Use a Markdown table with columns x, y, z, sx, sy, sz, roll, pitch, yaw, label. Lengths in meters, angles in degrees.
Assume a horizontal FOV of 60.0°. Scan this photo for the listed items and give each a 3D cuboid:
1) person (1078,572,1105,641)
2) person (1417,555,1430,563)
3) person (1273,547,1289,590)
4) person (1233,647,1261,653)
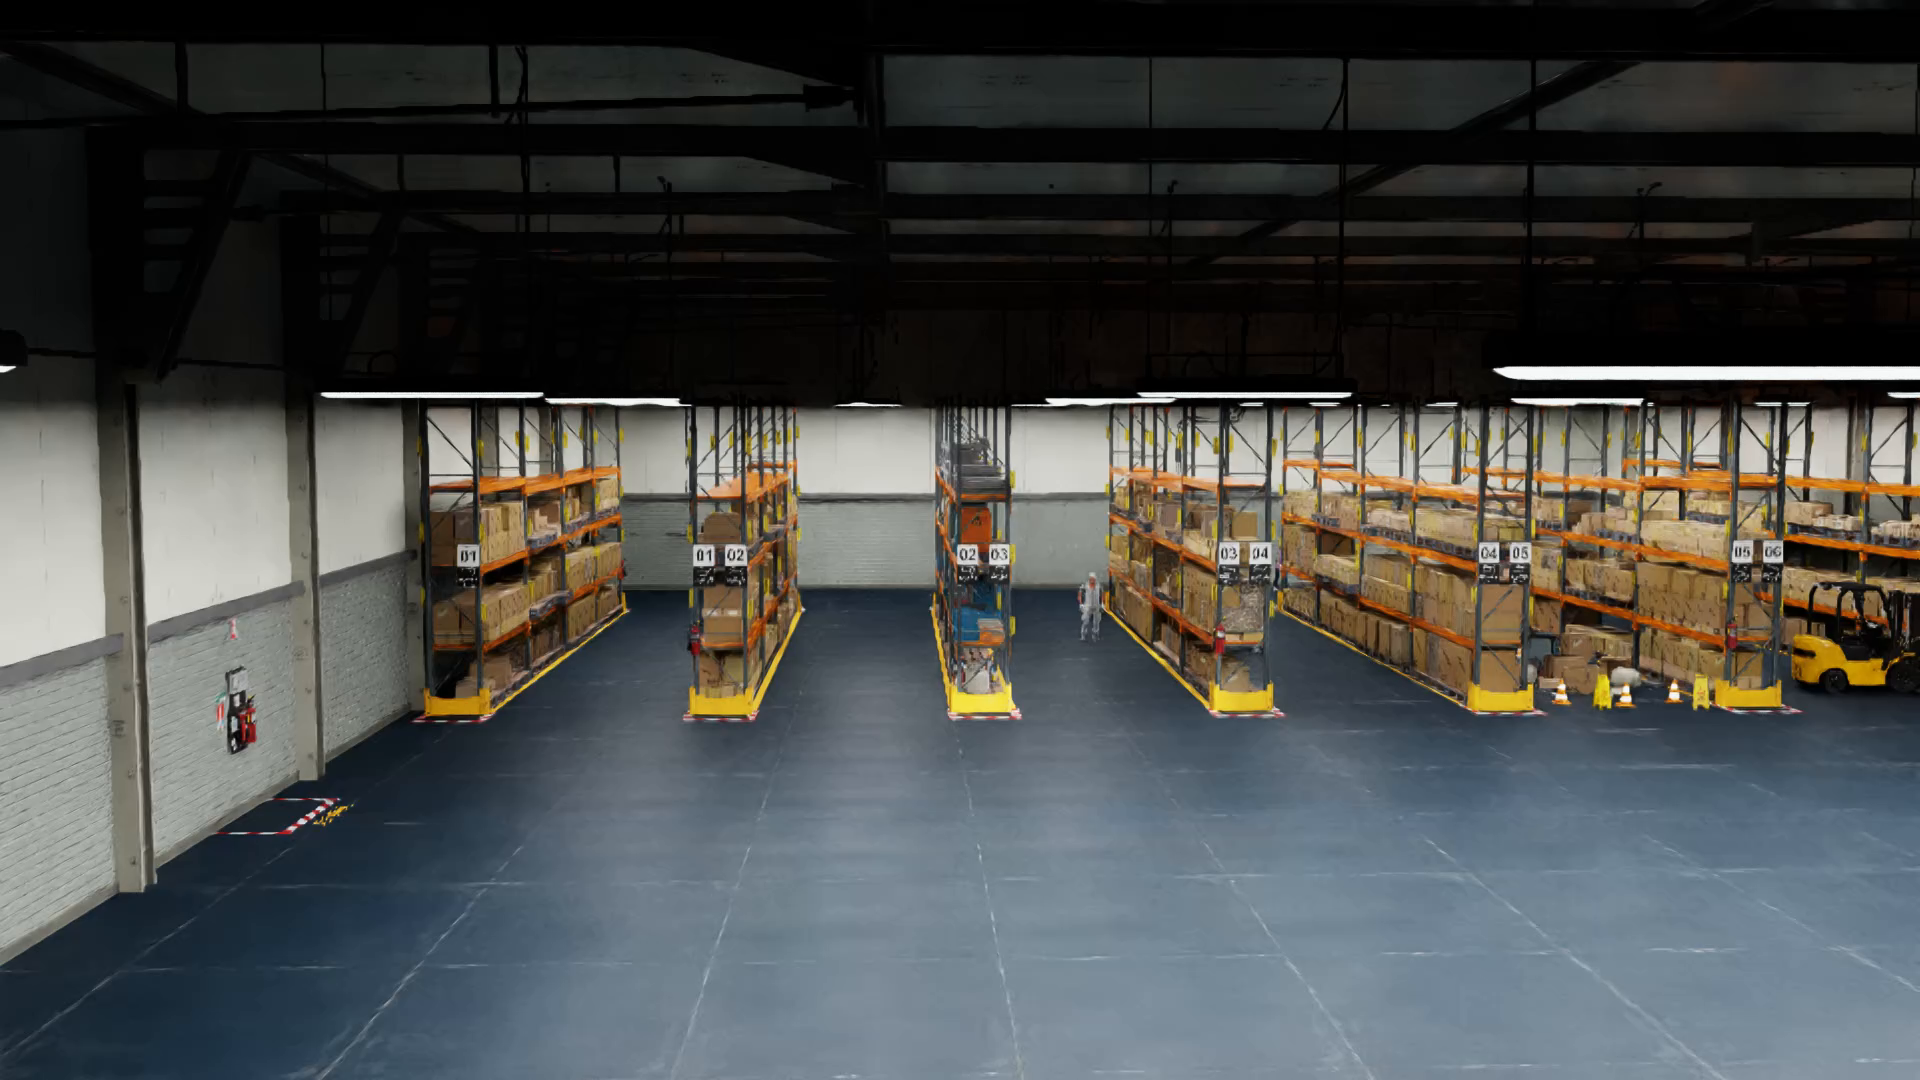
| x | y | z | sx | sy | sz | roll | pitch | yaw | label |
| --- | --- | --- | --- | --- | --- | --- | --- | --- | --- |
| 3.236 | 1.645 | 40.884 | 0.678 | 1.740 | 0.546 | 0 | 5 | -4 | person |
| 13.620 | 0.969 | 49.033 | 0.454 | 1.773 | 0.687 | -3 | 5 | -35 | person |
| 10.057 | 0.849 | 52.046 | 0.402 | 1.533 | 0.955 | -1 | 5 | -11 | person |
| 6.719 | 1.781 | 39.104 | 0.538 | 1.715 | 1.026 | -1 | 5 | -10 | person |
